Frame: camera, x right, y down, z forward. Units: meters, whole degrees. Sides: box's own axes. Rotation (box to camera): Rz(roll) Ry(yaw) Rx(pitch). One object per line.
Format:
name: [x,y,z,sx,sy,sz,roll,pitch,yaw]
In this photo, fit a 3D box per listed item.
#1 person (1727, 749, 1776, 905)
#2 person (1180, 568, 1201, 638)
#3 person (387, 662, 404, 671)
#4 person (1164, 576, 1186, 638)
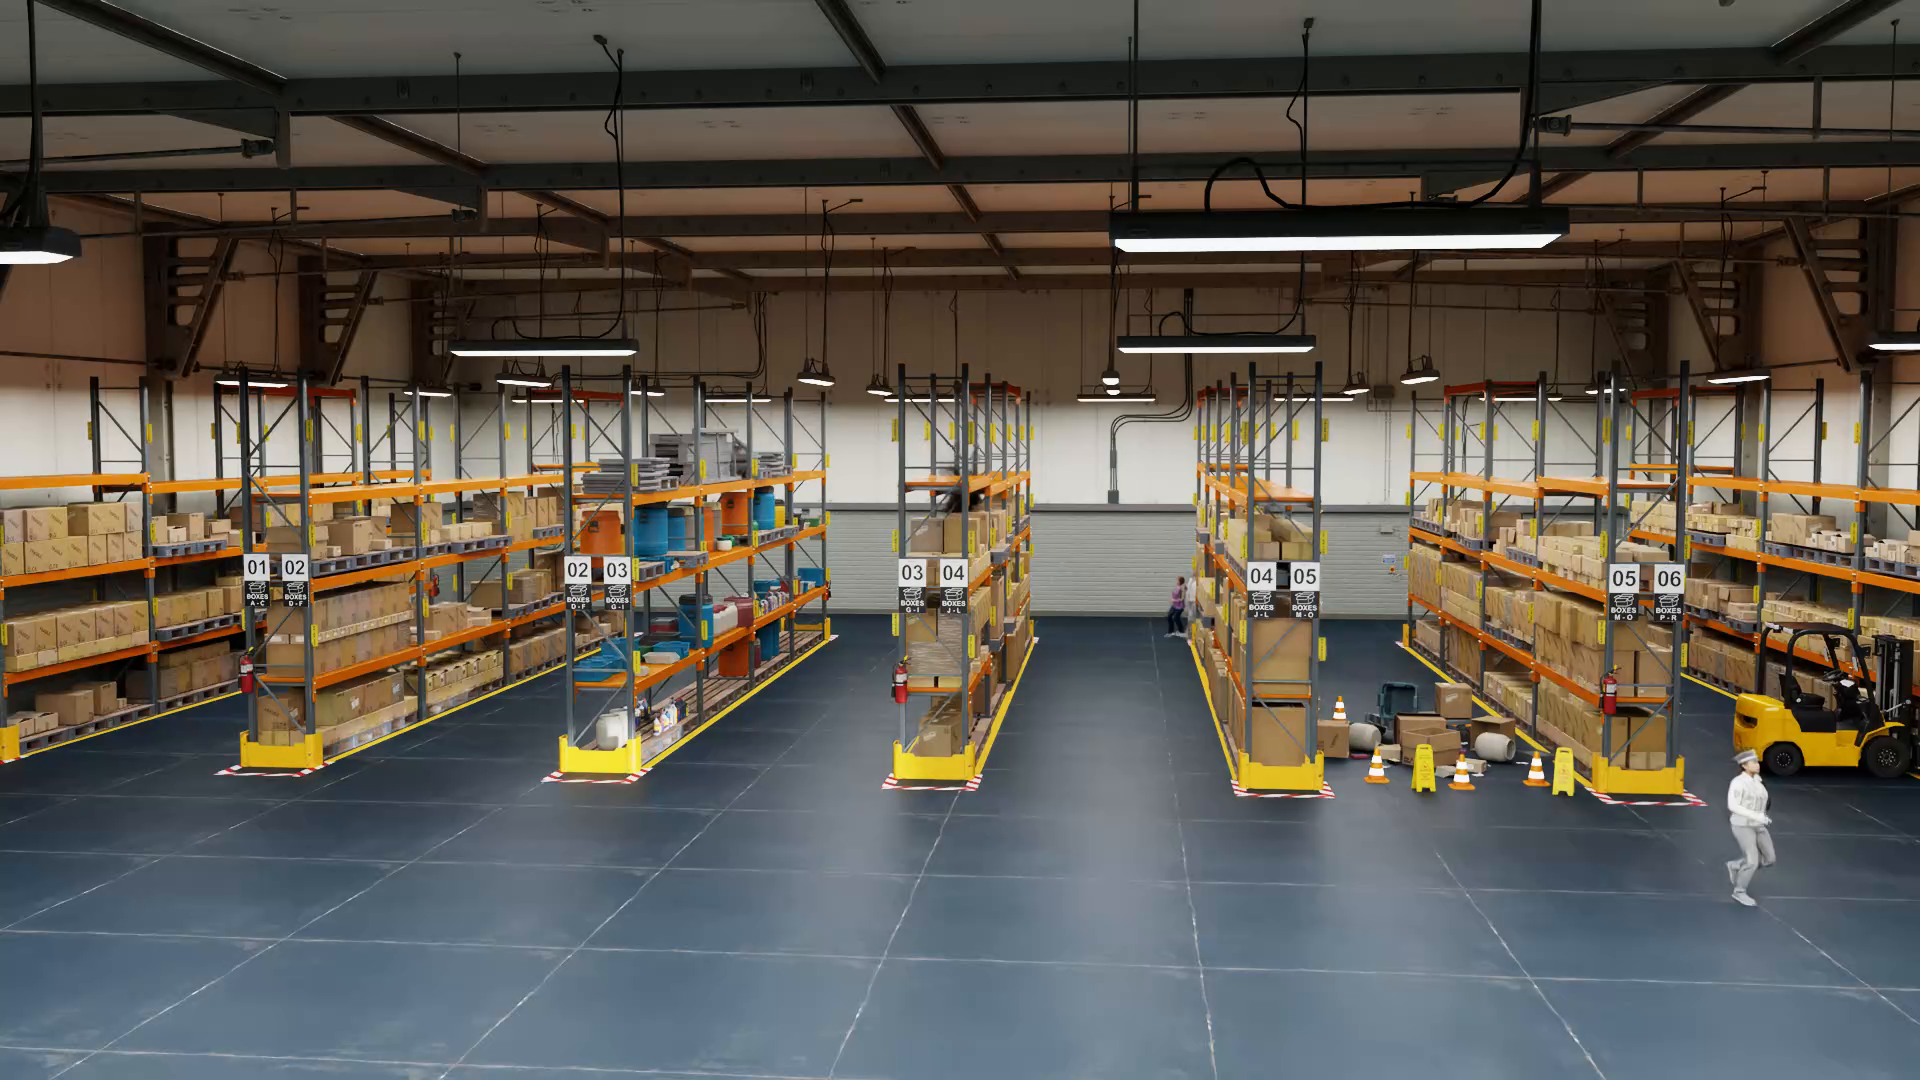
person: [8.405,3.040,17.691,0.658,1.664,0.561,-3,4,-35]
person: [5.734,1.485,40.544,0.893,1.771,0.666,-2,4,-24]
person: [-11.018,2.054,32.281,0.698,1.756,0.886,0,4,4]
person: [5.340,1.642,40.580,0.535,1.574,0.687,-1,4,-21]
